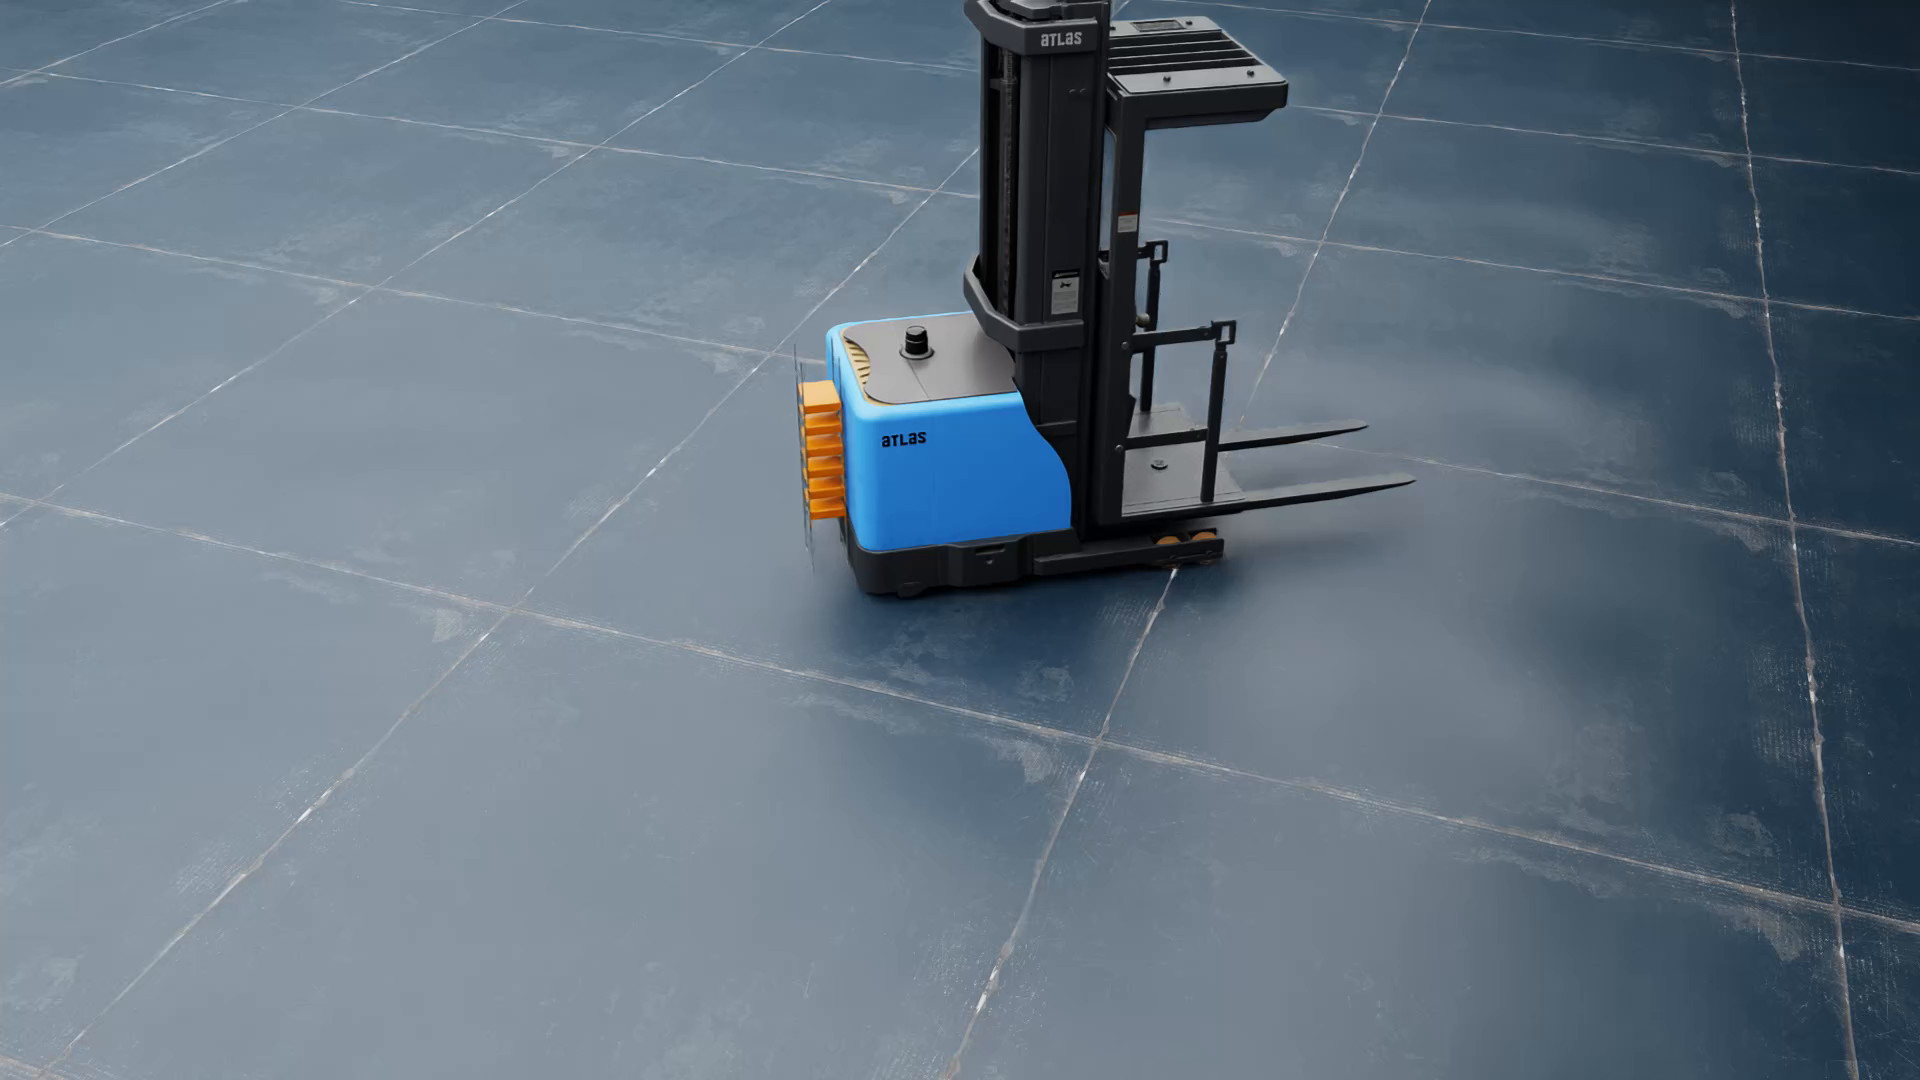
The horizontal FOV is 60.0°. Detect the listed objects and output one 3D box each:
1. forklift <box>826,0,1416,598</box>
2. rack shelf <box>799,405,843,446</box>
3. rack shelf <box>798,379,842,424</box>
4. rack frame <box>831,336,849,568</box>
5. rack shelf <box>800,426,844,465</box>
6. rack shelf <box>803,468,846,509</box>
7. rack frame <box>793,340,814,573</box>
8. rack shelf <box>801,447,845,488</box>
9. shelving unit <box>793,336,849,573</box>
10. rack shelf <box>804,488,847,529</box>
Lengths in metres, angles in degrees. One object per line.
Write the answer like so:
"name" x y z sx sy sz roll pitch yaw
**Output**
"forklift" 0.877 -1.355 8.147 3.031 2.935 1.130 -7 34 -11
"rack shelf" -0.687 -0.576 8.176 0.180 0.103 0.258 -7 34 -11
"rack shelf" -0.687 -0.677 8.111 0.180 0.103 0.258 -7 34 -11
"rack frame" -0.597 -0.423 8.299 0.006 1.200 0.240 -7 34 -11
"rack shelf" -0.687 -0.476 8.241 0.180 0.103 0.258 -7 34 -11
"rack shelf" -0.687 -0.274 8.371 0.180 0.103 0.258 -7 34 -11
"rack frame" -0.776 -0.401 8.265 0.006 1.200 0.240 -7 34 -11
"rack shelf" -0.687 -0.375 8.306 0.180 0.103 0.258 -7 34 -11
"shelving unit" -0.687 -0.412 8.282 0.189 1.200 0.258 -7 34 -11
"rack shelf" -0.687 -0.173 8.436 0.180 0.103 0.258 -7 34 -11
